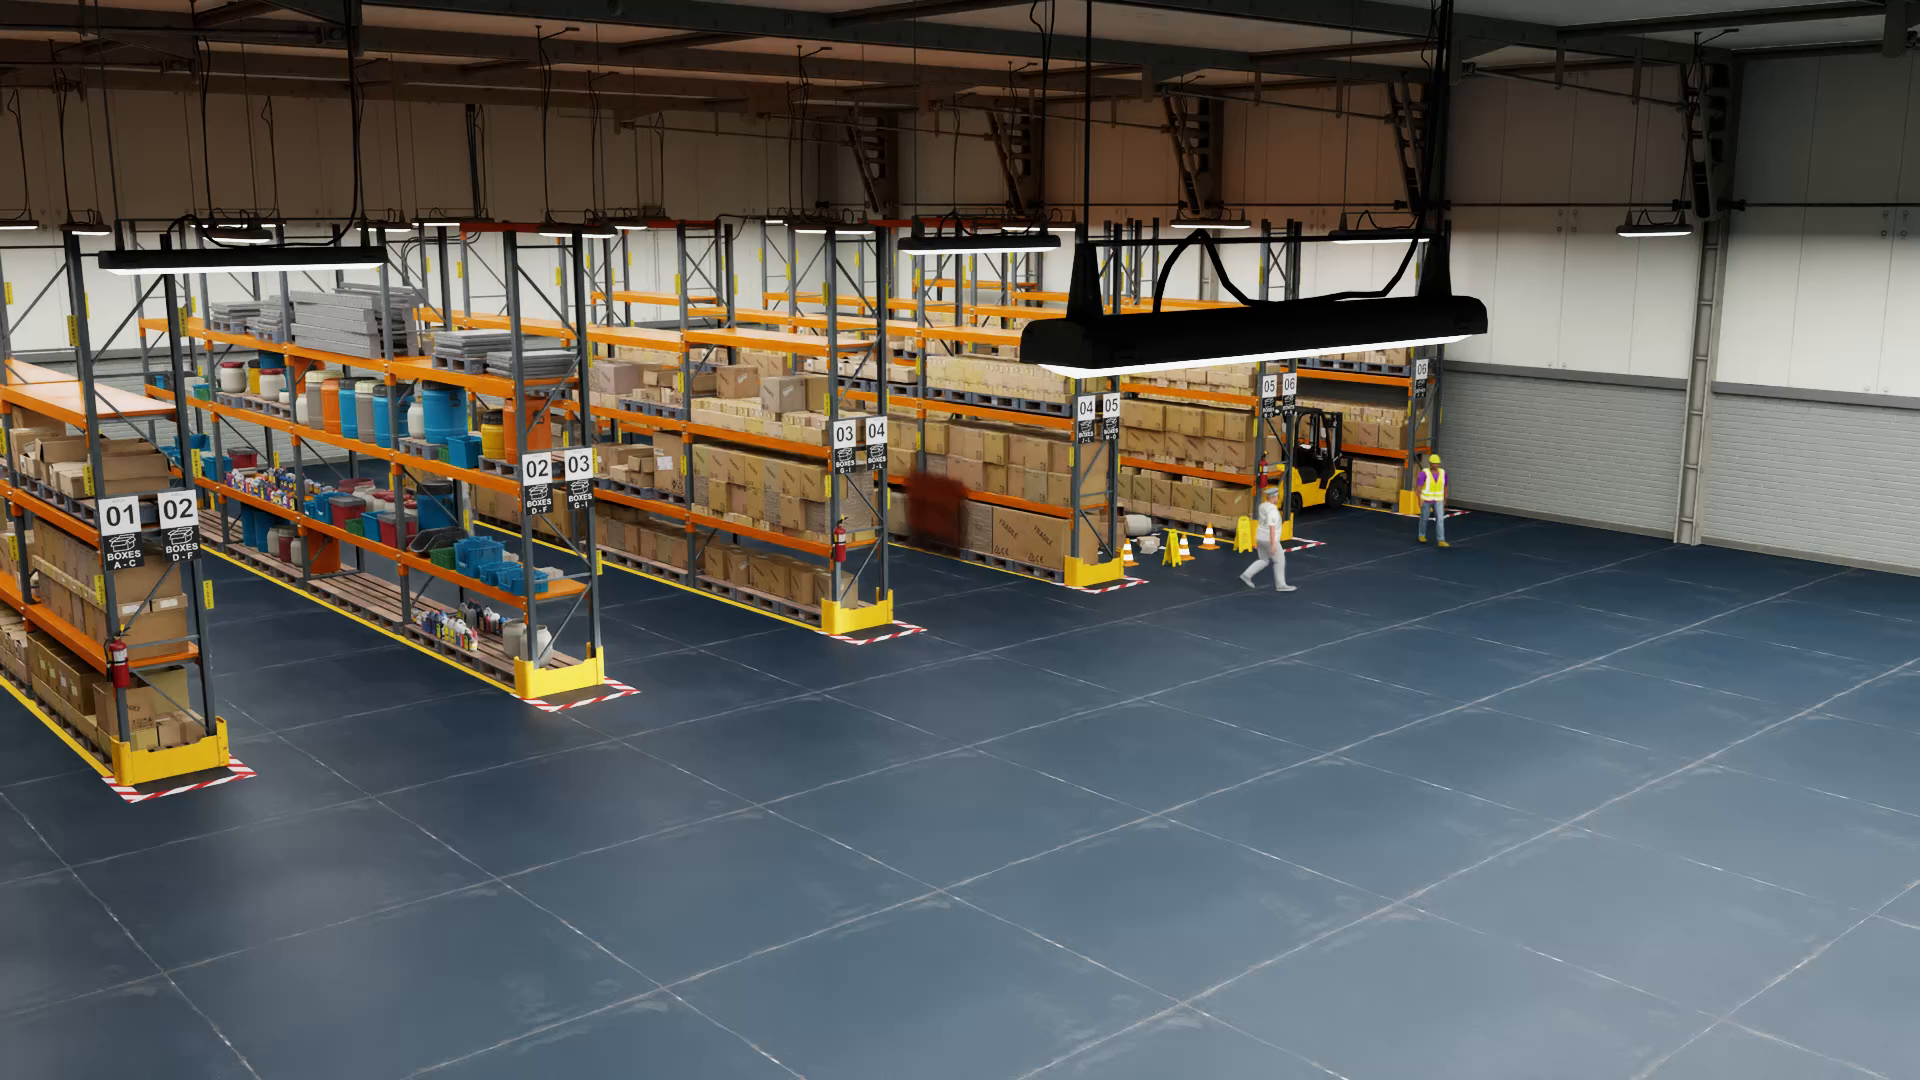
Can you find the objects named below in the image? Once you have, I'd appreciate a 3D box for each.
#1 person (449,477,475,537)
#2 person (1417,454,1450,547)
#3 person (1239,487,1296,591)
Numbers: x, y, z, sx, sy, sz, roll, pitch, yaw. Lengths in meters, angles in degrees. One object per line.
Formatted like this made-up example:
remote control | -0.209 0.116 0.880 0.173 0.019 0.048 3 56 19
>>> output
person | -9.482 -0.791 31.570 0.490 1.603 1.034 -9 14 -37
person | 8.854 -0.746 31.110 0.600 1.705 1.030 1 11 4
person | 5.092 -0.017 27.517 0.910 1.729 0.591 -3 12 -14
